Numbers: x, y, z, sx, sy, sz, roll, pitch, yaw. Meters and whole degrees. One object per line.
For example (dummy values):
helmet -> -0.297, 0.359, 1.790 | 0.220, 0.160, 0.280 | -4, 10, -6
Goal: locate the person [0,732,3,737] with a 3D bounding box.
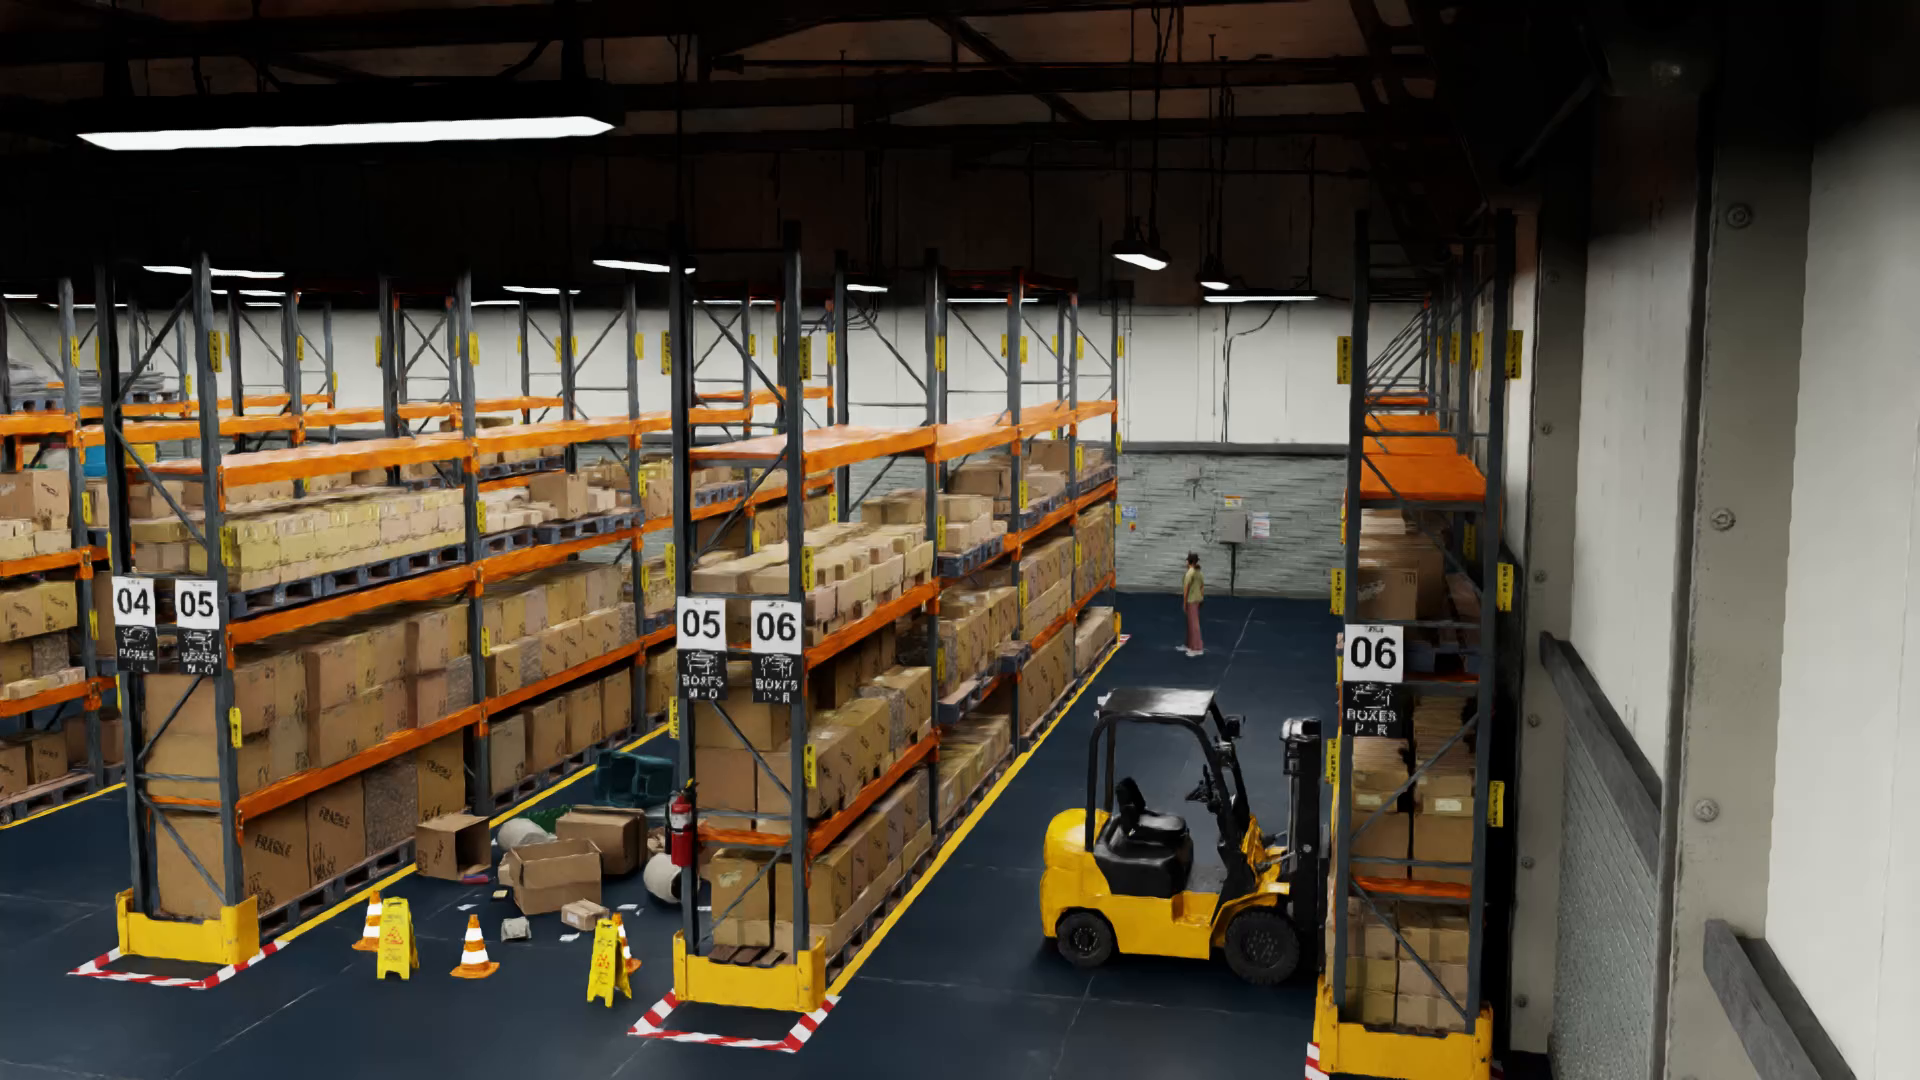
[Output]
person -> -11.852, 1.877, 20.065 | 0.677, 1.726, 0.574 | 1, 7, 12

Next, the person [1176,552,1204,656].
person -> 3.758, 1.021, 27.114 | 0.582, 1.664, 0.578 | 4, 8, 32
